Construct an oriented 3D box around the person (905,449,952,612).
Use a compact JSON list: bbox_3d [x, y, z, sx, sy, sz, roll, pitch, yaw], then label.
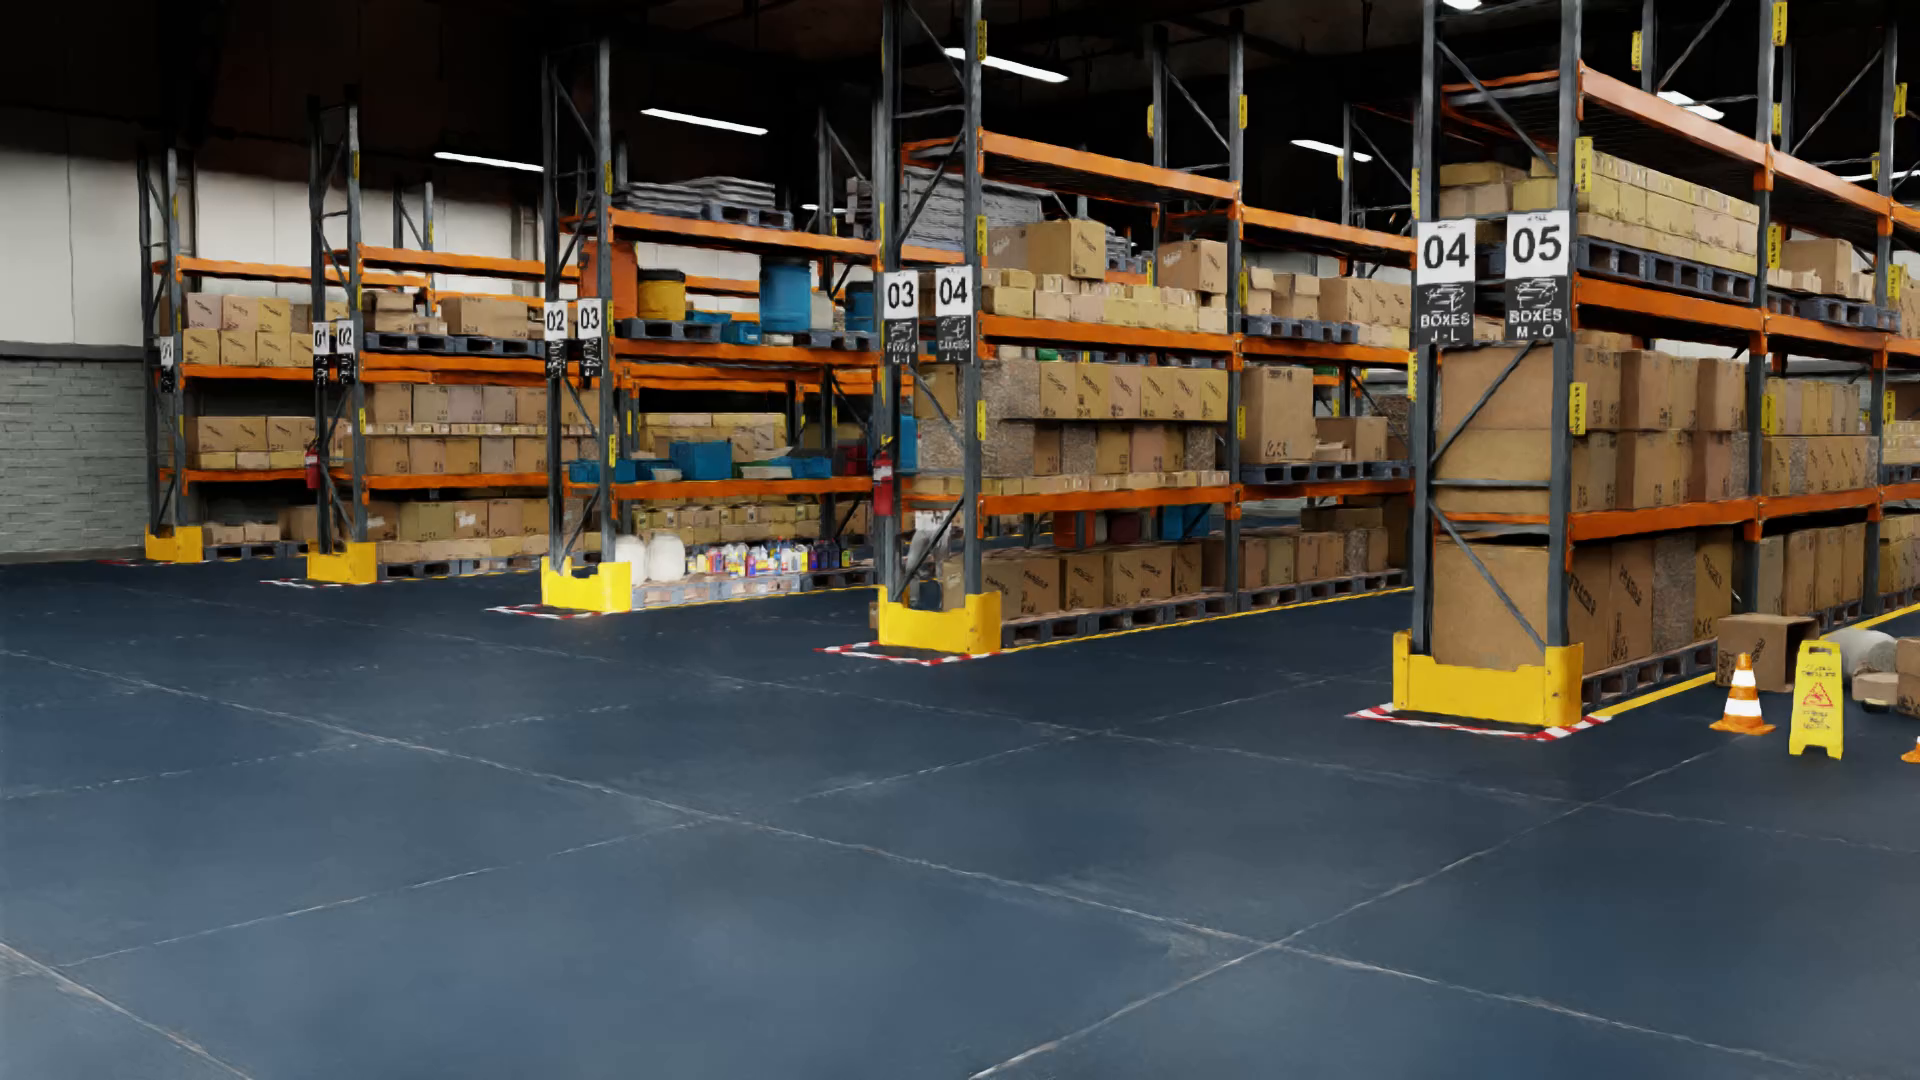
[{"bbox_3d":[-0.291,-0.058,16.064,0.478,1.682,0.571,3,5,41],"label":"person"}]
